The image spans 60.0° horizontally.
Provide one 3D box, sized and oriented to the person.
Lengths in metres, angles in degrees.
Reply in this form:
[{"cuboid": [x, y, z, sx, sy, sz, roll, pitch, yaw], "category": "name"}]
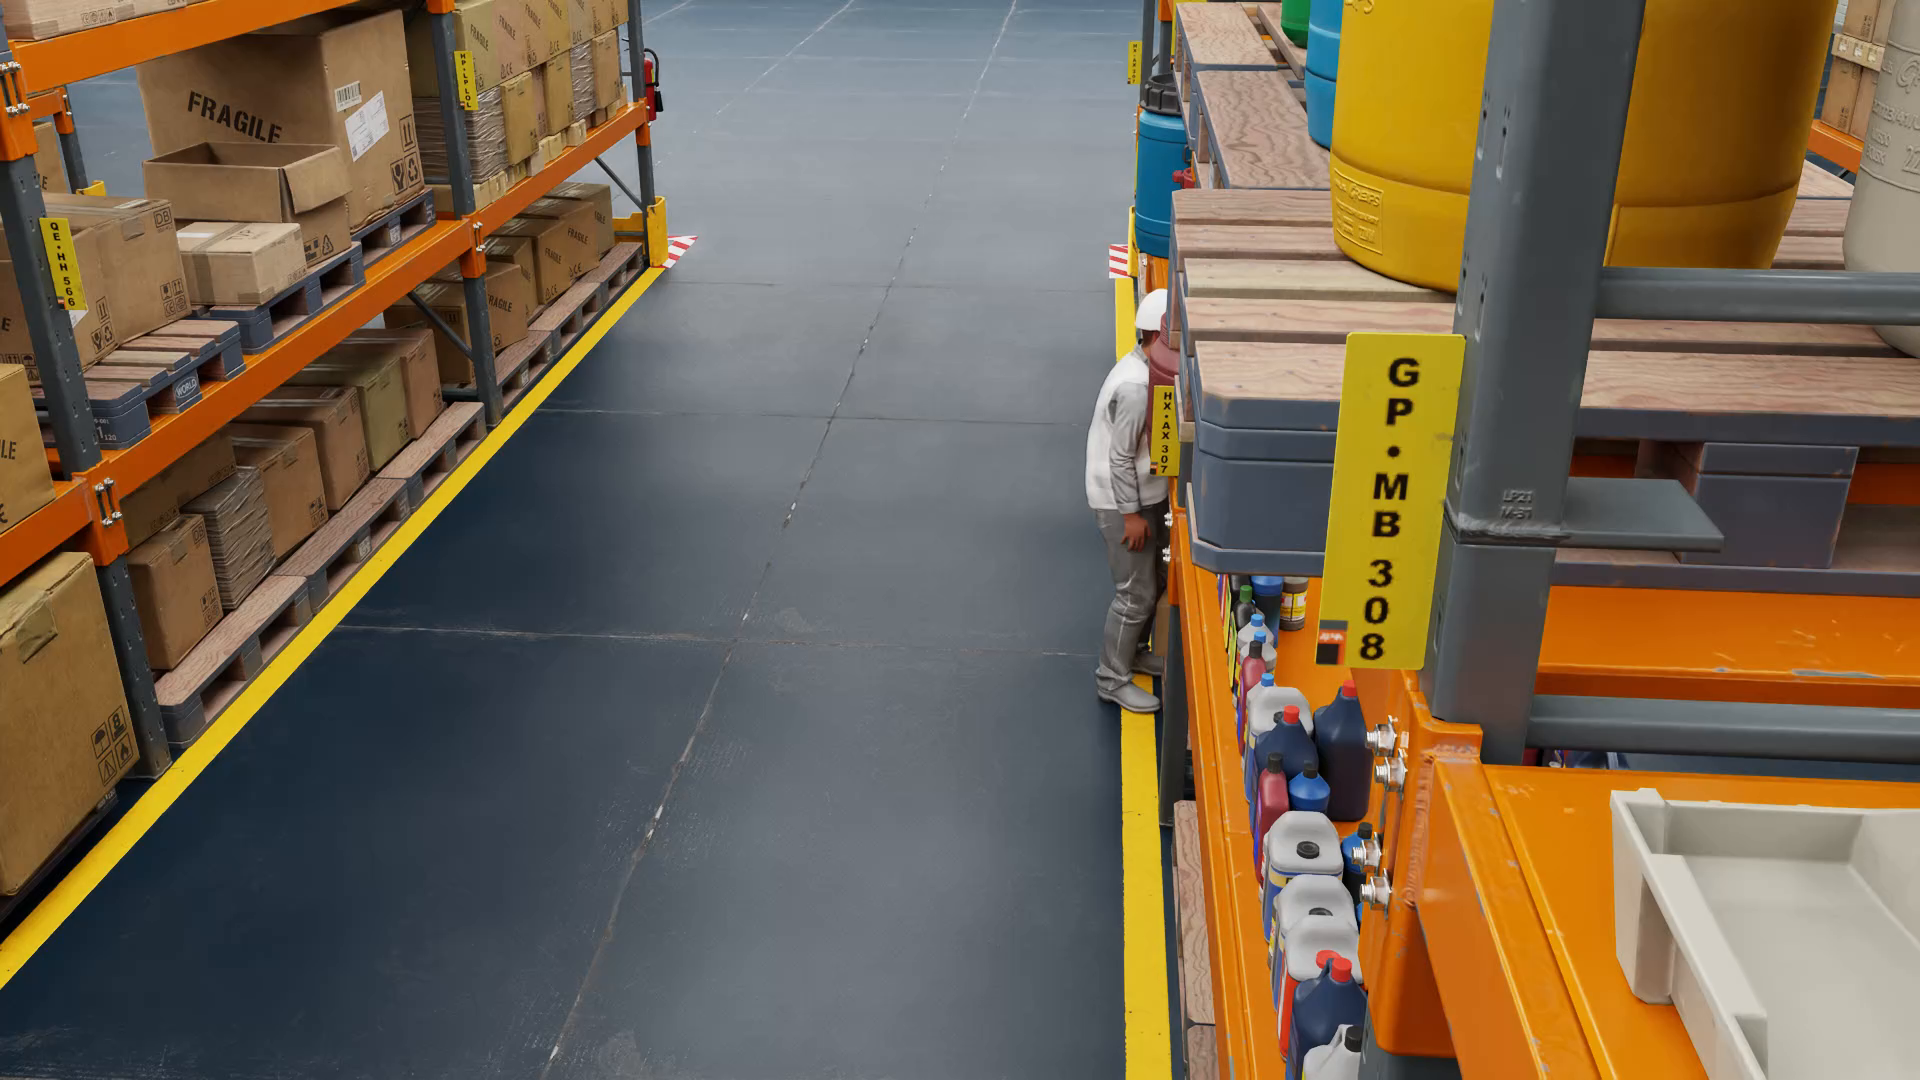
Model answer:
[{"cuboid": [0.761, -0.187, 6.986, 0.463, 1.770, 0.585, 8, 26, 17], "category": "person"}]
